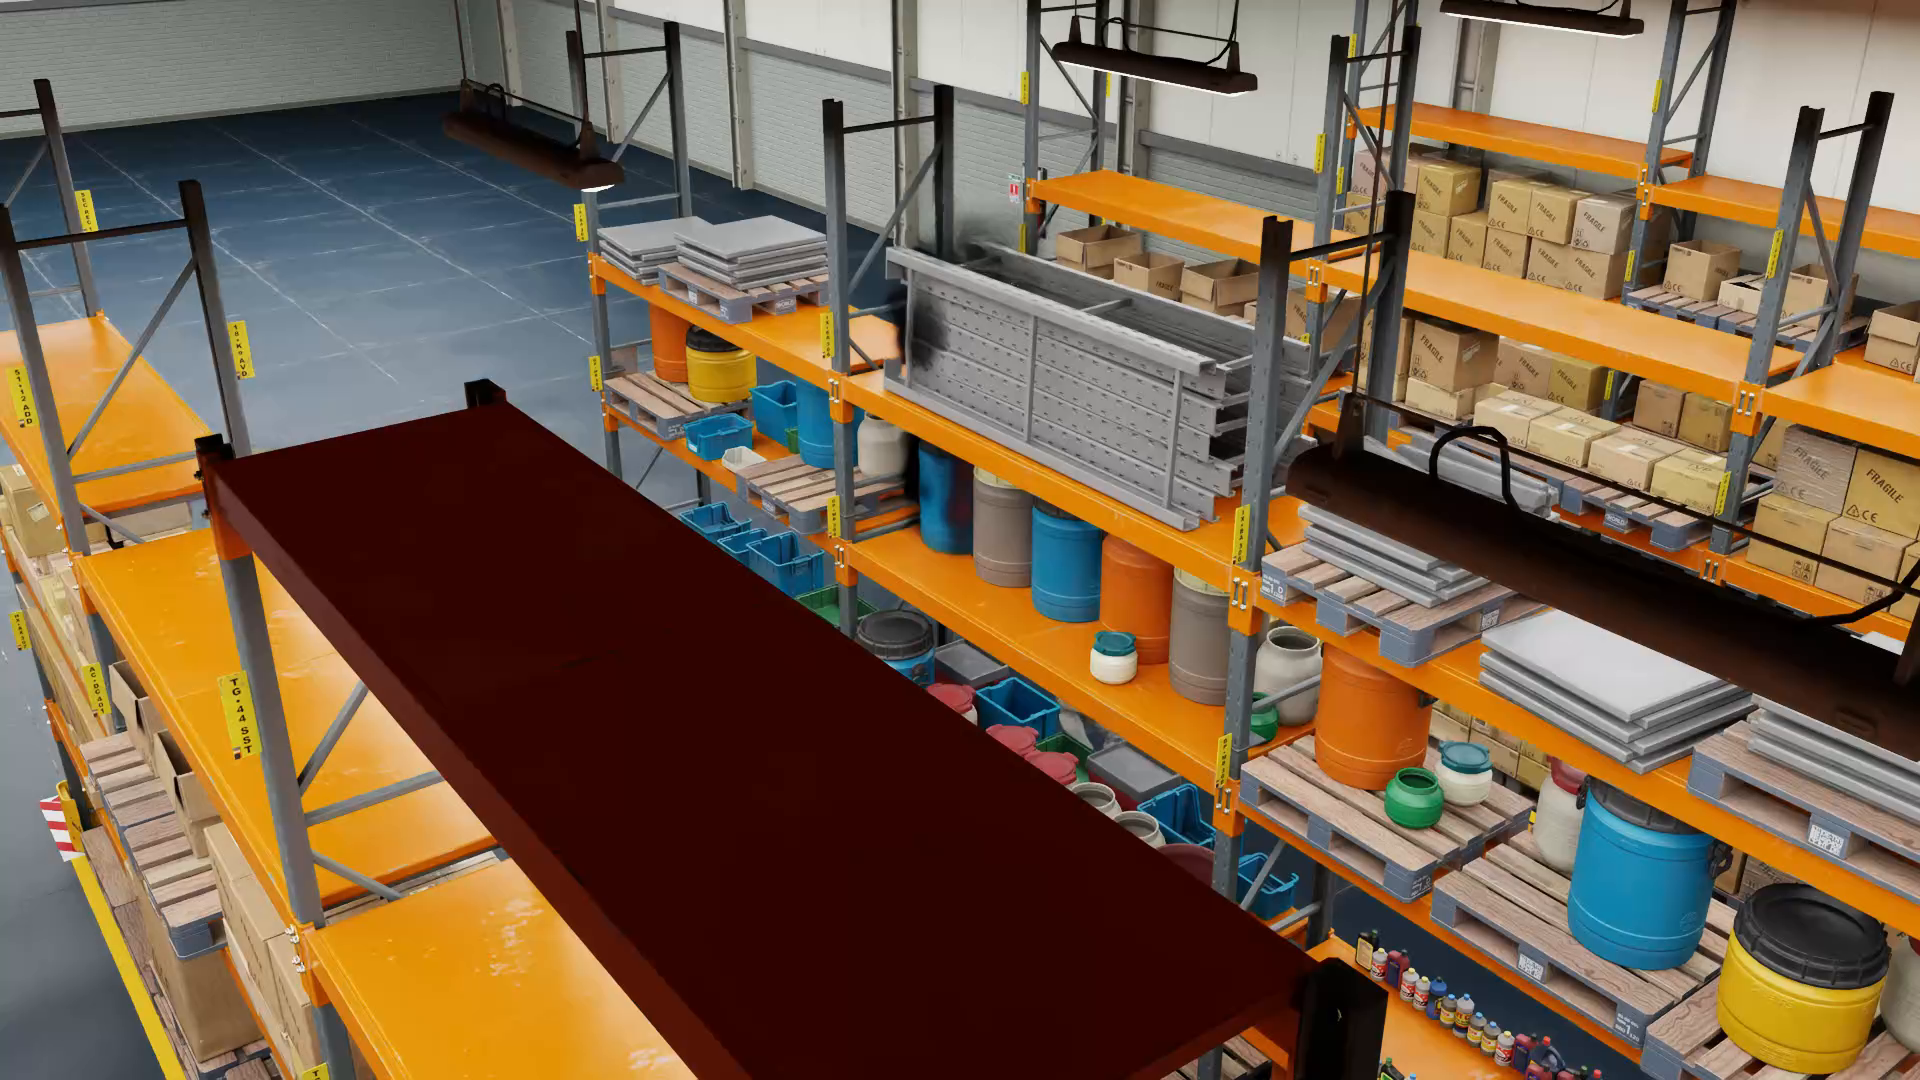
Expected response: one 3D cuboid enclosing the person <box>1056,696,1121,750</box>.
[{"bbox_3d":[1.115,1.204,14.339,0.640,1.737,0.709,20,32,37],"label":"person"}]
